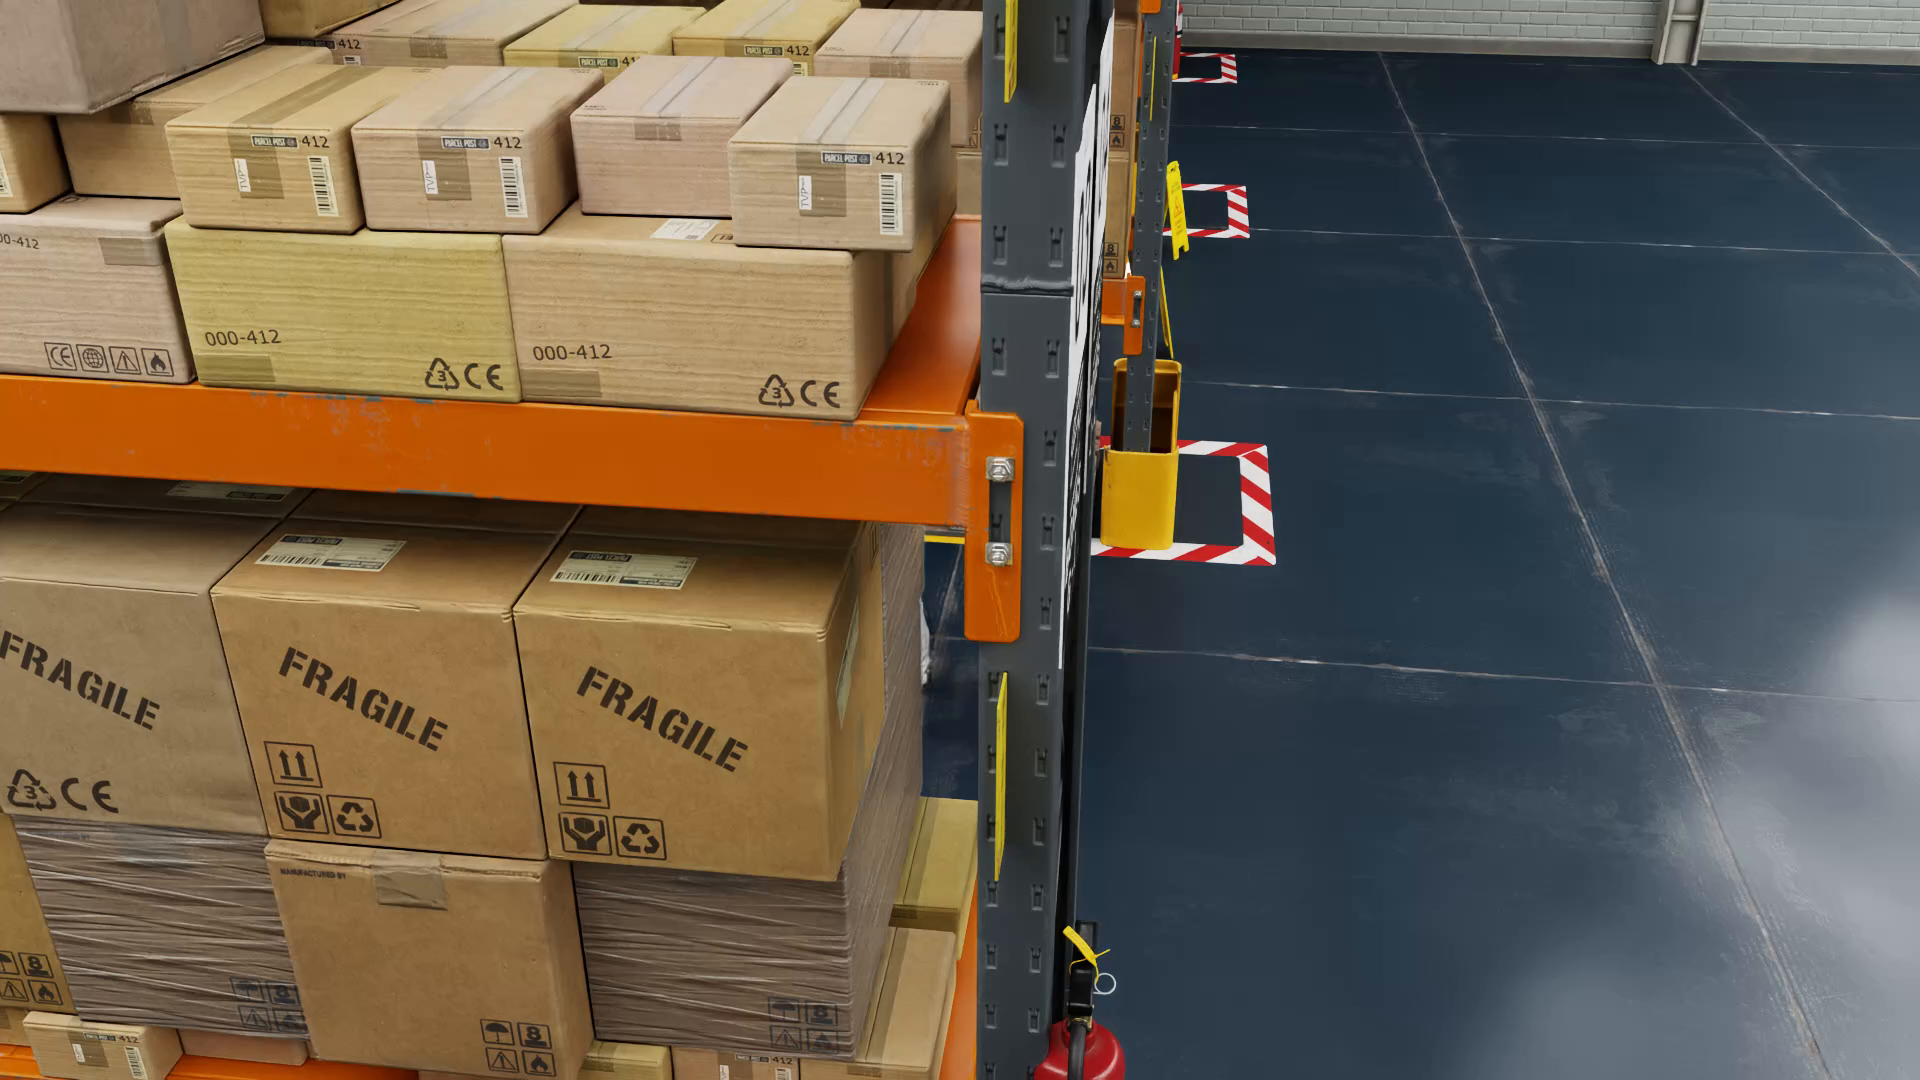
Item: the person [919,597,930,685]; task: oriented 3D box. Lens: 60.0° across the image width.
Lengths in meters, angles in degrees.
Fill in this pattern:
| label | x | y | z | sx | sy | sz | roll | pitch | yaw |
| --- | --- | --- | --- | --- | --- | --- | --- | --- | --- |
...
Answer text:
| label | x | y | z | sx | sy | sz | roll | pitch | yaw |
| --- | --- | --- | --- | --- | --- | --- | --- | --- | --- |
| person | -0.380 | -0.133 | 6.358 | 0.650 | 1.810 | 0.438 | -18 | 33 | -30 |
